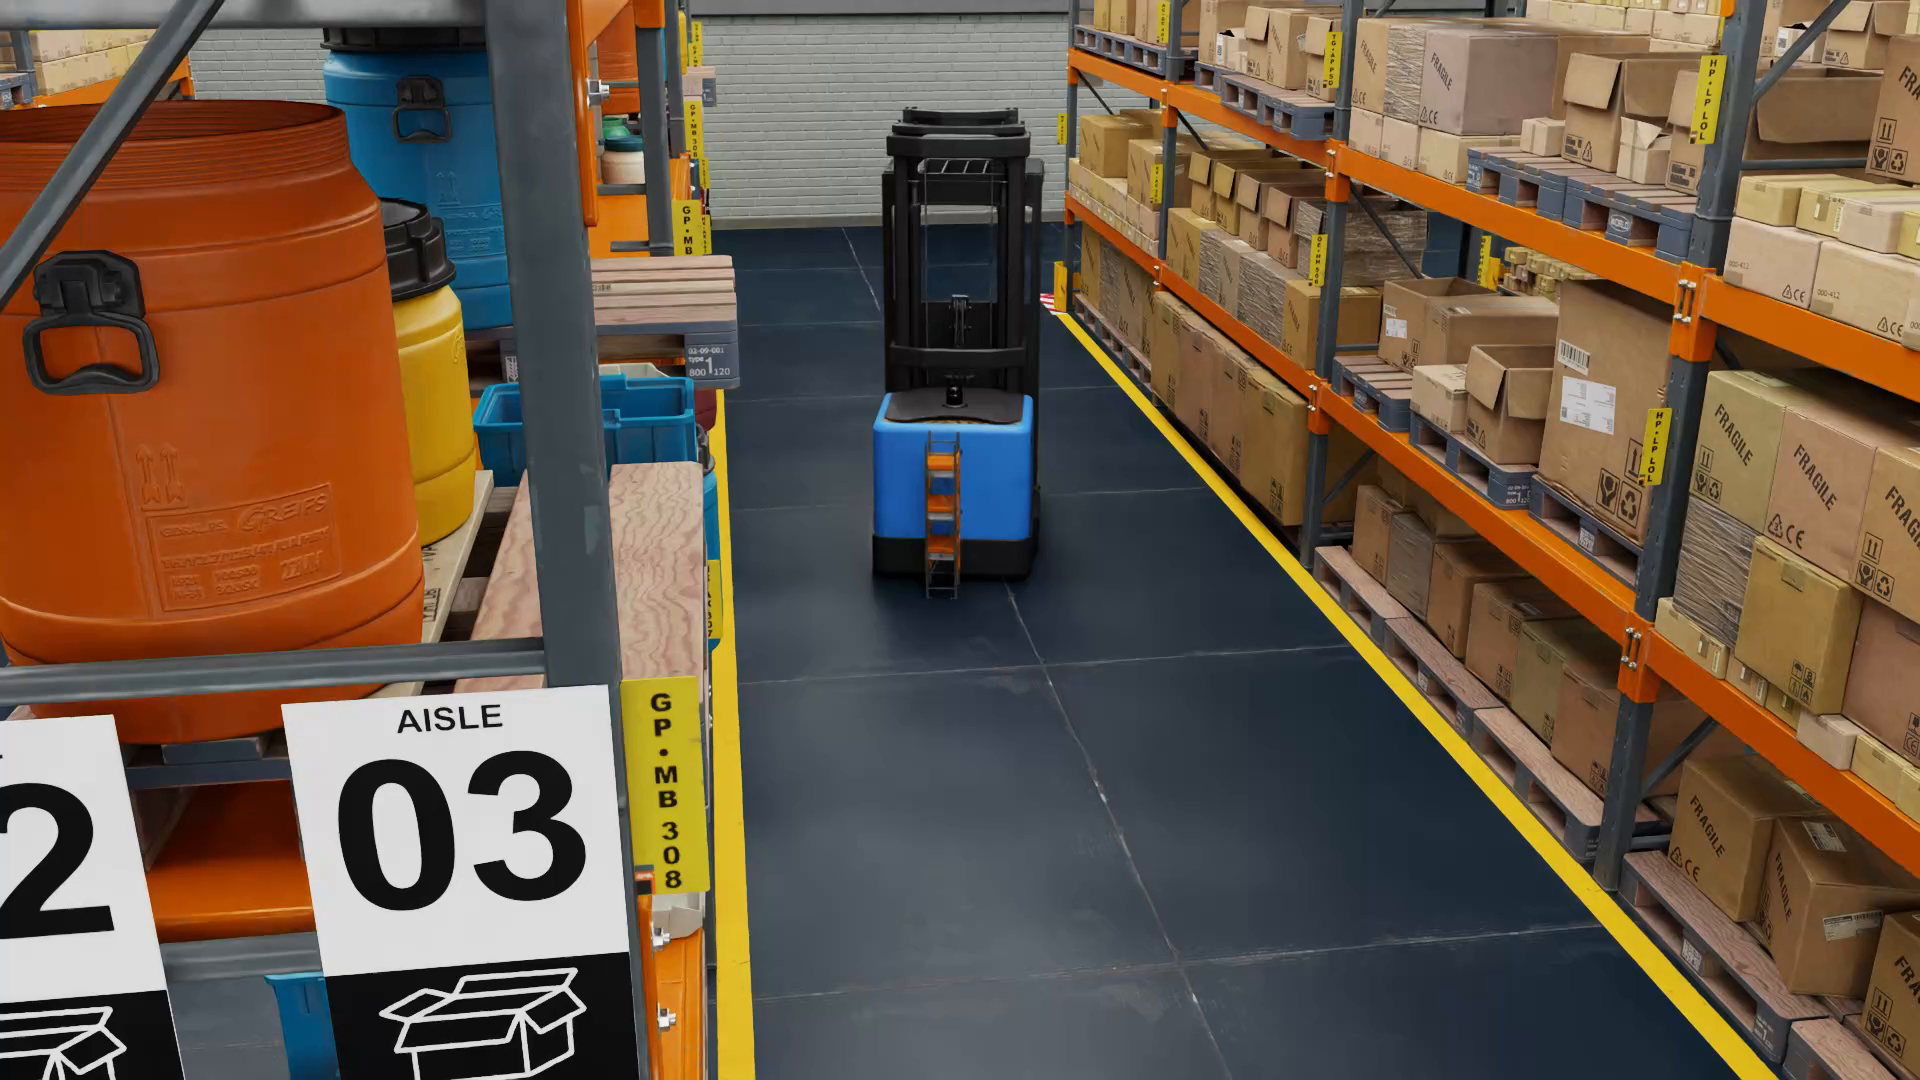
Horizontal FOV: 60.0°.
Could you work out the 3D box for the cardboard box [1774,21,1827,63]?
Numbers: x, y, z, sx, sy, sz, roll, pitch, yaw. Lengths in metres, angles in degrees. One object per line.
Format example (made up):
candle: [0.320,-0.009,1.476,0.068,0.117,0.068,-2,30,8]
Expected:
cardboard box: [7.073,-4.095,13.633,0.500,0.311,0.500,-3,21,-9]

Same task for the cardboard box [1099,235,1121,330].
cardboard box: [1.958,-2.689,17.064,0.875,0.875,0.875,-3,21,-8]

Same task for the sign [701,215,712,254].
sign: [-2.125,-2.542,13.839,0.100,0.325,0.005,-3,21,-8]

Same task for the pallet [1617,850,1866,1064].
pallet: [3.517,1.672,6.938,1.003,0.211,1.213,-3,21,-8]

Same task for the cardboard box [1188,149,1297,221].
cardboard box: [2.332,-2.931,13.700,0.797,0.503,0.637,-3,21,-9]

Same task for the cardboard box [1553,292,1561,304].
cardboard box: [6.557,-2.549,17.729,0.380,0.149,0.250,-3,21,-8]

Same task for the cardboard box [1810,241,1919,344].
cardboard box: [3.278,-0.848,5.628,0.500,0.250,0.500,-3,21,-8]

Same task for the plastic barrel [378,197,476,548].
plastic barrel: [-1.230,-0.309,3.100,0.600,0.588,0.600,0,20,0]

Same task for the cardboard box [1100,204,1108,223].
cardboard box: [1.603,-3.230,16.437,0.380,0.149,0.250,-3,21,-9]

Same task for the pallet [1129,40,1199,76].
pallet: [2.124,-4.282,14.735,1.003,0.211,1.213,-3,21,-8]

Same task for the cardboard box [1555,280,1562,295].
cardboard box: [6.568,-2.682,17.659,0.380,0.149,0.250,-4,21,-10]

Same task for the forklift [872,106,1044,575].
forklift: [0.028,-1.613,11.846,1.130,2.935,3.031,1,21,3]

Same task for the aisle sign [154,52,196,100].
aisle sign: [-7.855,-4.779,16.508,0.394,0.787,0.004,-3,21,-8]

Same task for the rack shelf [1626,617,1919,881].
rack shelf: [3.673,1.164,5.340,1.077,0.370,4.000,-3,21,-8]

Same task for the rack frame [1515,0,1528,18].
rack frame: [6.578,-7.046,17.719,1.000,3.000,0.127,-3,21,-8]

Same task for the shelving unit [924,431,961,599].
shelving unit: [-0.110,-0.155,10.621,0.215,1.050,0.252,1,22,4]

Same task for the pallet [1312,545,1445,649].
pallet: [2.919,0.327,10.539,1.003,0.211,1.213,-3,21,-8]

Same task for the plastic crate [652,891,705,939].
plastic crate: [-1.032,1.058,4.974,0.530,0.136,0.437,-3,21,-8]

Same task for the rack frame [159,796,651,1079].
rack frame: [-0.940,1.770,2.691,1.000,3.000,0.127,-3,21,-8]

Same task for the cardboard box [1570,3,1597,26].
cardboard box: [6.521,-5.283,16.787,0.500,0.250,0.500,-3,21,-7]

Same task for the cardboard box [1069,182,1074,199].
cardboard box: [1.380,-3.763,17.863,0.380,0.149,0.250,-3,21,-7]

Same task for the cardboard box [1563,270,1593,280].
cardboard box: [6.526,-2.722,17.341,0.380,0.149,0.250,-3,21,-7]

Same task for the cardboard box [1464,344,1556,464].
cardboard box: [3.044,-0.706,8.571,0.797,0.503,0.637,-1,20,-2]

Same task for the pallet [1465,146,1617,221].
pallet: [3.249,-1.760,8.124,1.213,0.211,1.003,-3,21,-8]

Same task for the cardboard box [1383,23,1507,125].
cardboard box: [2.691,-2.585,9.205,0.500,0.500,0.500,-3,21,-7]

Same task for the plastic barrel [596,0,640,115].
plastic barrel: [-2.172,-3.000,9.961,0.600,0.830,0.708,-3,21,-8]

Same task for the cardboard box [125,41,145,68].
cardboard box: [-7.667,-4.346,14.992,0.500,0.250,0.500,-3,21,-8]

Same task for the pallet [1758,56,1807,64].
pallet: [7.138,-3.948,13.982,1.213,0.211,1.003,-3,21,-8]

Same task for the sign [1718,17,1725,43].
sign: [6.619,-4.468,14.365,0.100,0.325,0.005,-3,21,-8]

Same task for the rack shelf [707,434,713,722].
rack shelf: [-1.805,0.029,8.379,1.077,0.370,4.000,-3,21,-8]

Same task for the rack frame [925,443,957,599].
rack frame: [-0.119,-0.109,10.508,0.200,1.050,0.008,1,22,4]

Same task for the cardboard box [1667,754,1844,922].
cardboard box: [3.403,1.250,7.056,0.500,0.500,0.500,-4,21,-9]

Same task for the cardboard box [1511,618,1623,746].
cardboard box: [3.268,0.720,8.445,0.700,0.500,0.500,-3,21,-8]

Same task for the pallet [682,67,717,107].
pallet: [-2.460,-3.435,12.610,1.213,0.211,1.003,-3,21,-8]

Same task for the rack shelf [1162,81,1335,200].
rack shelf: [2.520,-3.011,12.231,1.077,0.370,4.000,-3,21,-8]

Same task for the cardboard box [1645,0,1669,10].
cardboard box: [6.680,-5.061,15.623,0.380,0.149,0.250,-4,21,-10]

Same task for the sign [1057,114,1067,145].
sign: [1.105,-4.437,17.958,0.100,0.325,0.005,-3,21,-8]

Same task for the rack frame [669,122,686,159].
rack frame: [-2.093,-1.000,10.107,1.000,3.000,0.127,-3,21,-8]

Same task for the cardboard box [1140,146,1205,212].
cardboard box: [1.901,-3.201,14.717,0.500,0.500,0.500,-2,21,-6]

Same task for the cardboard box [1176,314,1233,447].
cardboard box: [2.473,-1.307,13.364,1.225,0.875,0.875,-4,21,-10]

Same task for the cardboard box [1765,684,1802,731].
cardboard box: [3.250,0.601,6.180,0.380,0.149,0.250,-3,21,-8]

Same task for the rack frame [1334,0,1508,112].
rack frame: [2.808,-4.061,9.727,1.000,3.000,0.127,-3,21,-8]

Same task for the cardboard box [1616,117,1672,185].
cardboard box: [3.150,-1.725,7.351,0.396,0.266,0.258,-2,21,-6]

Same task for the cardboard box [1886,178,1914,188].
cardboard box: [3.718,-1.289,6.238,0.380,0.149,0.250,-2,21,-6]

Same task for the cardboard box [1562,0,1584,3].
cardboard box: [6.419,-5.596,17.056,0.380,0.149,0.250,-3,21,-7]

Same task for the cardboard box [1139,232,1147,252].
cardboard box: [1.826,-2.696,15.006,0.380,0.149,0.250,-3,21,-7]

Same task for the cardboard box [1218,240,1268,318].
cardboard box: [2.275,-1.984,12.598,0.500,0.500,0.500,-3,21,-7]

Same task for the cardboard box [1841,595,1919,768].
cardboard box: [3.598,0.450,5.655,0.875,0.500,0.500,-3,21,-8]

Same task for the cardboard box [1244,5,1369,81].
cardboard box: [2.493,-3.607,12.051,0.797,0.503,0.637,-3,21,-8]

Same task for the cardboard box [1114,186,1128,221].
cardboard box: [1.758,-3.200,15.785,0.500,0.250,0.500,-2,21,-7]

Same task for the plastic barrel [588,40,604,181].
plastic barrel: [-2.189,-2.345,8.704,0.600,0.901,0.600,0,20,0]

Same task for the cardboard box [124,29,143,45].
cardboard box: [-7.681,-4.579,14.903,0.500,0.250,0.500,-3,21,-8]
